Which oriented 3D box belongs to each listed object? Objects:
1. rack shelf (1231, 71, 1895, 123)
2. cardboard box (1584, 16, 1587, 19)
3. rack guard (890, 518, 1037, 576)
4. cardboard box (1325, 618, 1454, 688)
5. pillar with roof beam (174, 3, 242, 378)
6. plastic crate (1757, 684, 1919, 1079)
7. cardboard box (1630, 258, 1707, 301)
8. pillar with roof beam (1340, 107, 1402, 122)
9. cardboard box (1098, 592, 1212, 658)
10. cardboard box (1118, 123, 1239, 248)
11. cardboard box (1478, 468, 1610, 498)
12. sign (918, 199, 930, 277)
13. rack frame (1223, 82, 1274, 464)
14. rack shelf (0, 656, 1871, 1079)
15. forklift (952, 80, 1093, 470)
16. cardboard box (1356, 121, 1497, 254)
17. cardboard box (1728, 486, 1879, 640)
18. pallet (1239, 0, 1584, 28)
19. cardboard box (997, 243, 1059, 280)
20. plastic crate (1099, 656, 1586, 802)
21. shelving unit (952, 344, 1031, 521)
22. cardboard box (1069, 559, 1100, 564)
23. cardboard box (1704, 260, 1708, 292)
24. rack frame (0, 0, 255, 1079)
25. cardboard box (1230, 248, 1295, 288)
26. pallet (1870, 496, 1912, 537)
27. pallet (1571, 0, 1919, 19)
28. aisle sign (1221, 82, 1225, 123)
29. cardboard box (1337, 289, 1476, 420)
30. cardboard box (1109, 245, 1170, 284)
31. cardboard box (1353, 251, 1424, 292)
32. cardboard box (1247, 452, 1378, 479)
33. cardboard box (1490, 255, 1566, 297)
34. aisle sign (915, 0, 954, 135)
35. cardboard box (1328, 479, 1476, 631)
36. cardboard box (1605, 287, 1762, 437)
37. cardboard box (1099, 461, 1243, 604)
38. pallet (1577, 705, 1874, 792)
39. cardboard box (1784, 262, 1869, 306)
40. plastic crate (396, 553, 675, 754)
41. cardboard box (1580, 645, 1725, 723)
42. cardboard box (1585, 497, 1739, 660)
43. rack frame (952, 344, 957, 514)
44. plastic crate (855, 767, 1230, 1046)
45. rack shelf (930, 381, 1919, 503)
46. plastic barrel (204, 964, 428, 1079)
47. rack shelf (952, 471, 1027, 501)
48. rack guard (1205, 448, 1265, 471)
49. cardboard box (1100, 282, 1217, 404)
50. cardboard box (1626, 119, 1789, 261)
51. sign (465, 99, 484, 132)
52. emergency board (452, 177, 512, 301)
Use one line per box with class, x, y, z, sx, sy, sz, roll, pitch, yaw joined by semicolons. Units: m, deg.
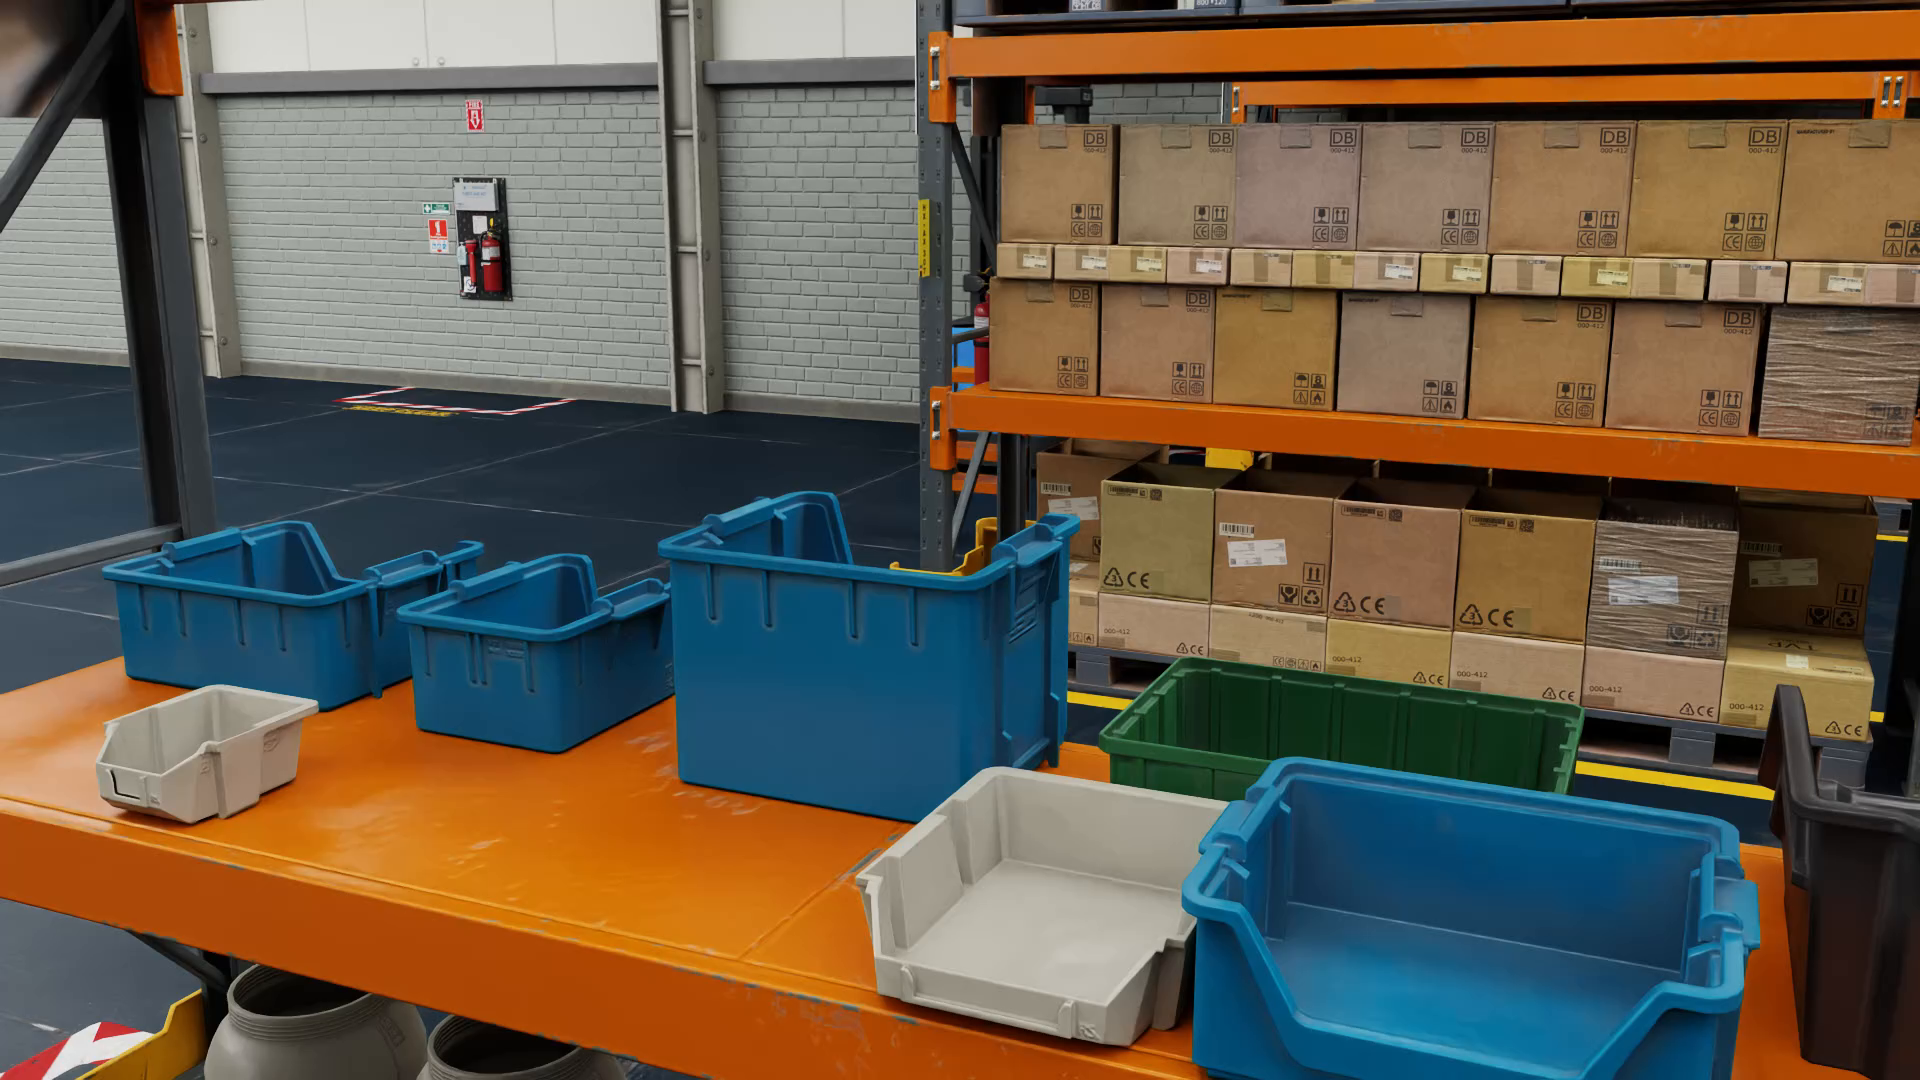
rack shelf;3.907;-2.914;11.116;4.000;0.370;1.077;6;14;23
cardboard box;4.195;-3.225;10.606;0.500;0.500;0.500;5;14;21
rack guard;0.054;0.261;8.049;0.348;0.500;1.175;6;14;23
cardboard box;1.847;0.415;7.018;0.500;0.250;0.500;6;14;23
pillar with roof beam;-9.646;-5.237;12.874;0.400;9.000;9.100;6;14;23
plastic crate;1.296;0.406;2.096;0.504;0.338;0.767;6;14;23
cardboard box;2.691;-1.000;6.311;0.250;0.149;0.380;6;14;23
pillar with roof beam;1.325;-4.126;8.142;0.400;9.000;9.100;6;14;23
cardboard box;0.934;0.322;7.417;0.500;0.250;0.500;6;14;23
cardboard box;1.029;-1.536;7.176;0.500;0.500;0.700;5;14;22
cardboard box;2.521;-0.016;7.213;0.500;0.500;0.500;6;14;23
sign;-0.155;-1.299;7.155;0.005;0.325;0.100;6;14;23
rack frame;2.079;-1.989;12.165;0.127;3.000;1.000;6;14;23
rack shelf;-0.106;0.616;2.640;4.000;0.370;1.077;6;14;23
forklift;0.715;-2.226;13.327;1.130;2.935;3.031;5;14;20
cardboard box;1.948;-1.443;6.780;0.500;0.500;0.700;6;14;23
cardboard box;3.436;0.077;6.819;0.500;0.500;0.500;6;14;23
pallet;1.831;-2.188;6.640;1.213;0.211;1.003;6;14;23
cardboard box;0.347;-1.237;7.322;0.250;0.149;0.380;6;14;23
plastic crate;0.596;0.369;2.580;0.662;0.188;0.450;6;14;23
shelving unit;0.151;-0.569;10.053;0.503;1.200;0.258;6;14;23
cardboard box;0.686;0.168;8.072;0.500;0.250;0.500;6;14;23
cardboard box;2.859;-1.084;6.671;0.250;0.149;0.380;6;14;23
rack frame;-1.936;0.081;3.344;0.053;2.616;0.949;6;14;23
cardboard box;1.292;-1.142;6.917;0.250;0.149;0.380;5;14;21
pallet;6.448;-0.190;10.601;1.213;0.211;1.003;6;14;23
pallet;2.942;-2.075;6.158;1.213;0.211;1.003;6;14;23
aisle sign;1.891;-3.199;11.629;0.004;0.787;0.394;6;14;23
cardboard box;1.914;-0.814;6.939;0.500;0.500;0.700;6;15;25
cardboard box;0.817;-1.190;7.121;0.250;0.149;0.380;6;14;23
cardboard box;1.752;-1.095;6.715;0.250;0.149;0.380;6;14;24
cardboard box;1.607;-0.108;7.607;0.500;0.500;0.500;6;14;23
cardboard box;2.237;-1.047;6.510;0.250;0.149;0.380;6;15;25
aisle sign;-0.109;-2.162;7.210;0.004;0.787;0.394;6;14;23
cardboard box;1.846;0.051;6.931;0.500;0.500;0.500;6;14;23
cardboard box;2.840;-0.720;6.537;0.500;0.500;0.700;6;14;23
cardboard box;0.934;-0.043;7.330;0.500;0.500;0.500;6;14;23
pallet;3.023;0.691;6.846;1.213;0.211;1.003;6;14;23
cardboard box;3.172;-0.952;6.107;0.250;0.149;0.380;5;14;22
plastic crate;-0.764;0.198;3.171;0.408;0.251;0.499;6;14;23
cardboard box;2.767;0.505;6.637;0.500;0.250;0.500;6;14;23
cardboard box;2.768;0.139;6.553;0.500;0.500;0.500;6;14;23
rack frame;-0.072;-0.591;10.149;0.015;1.200;0.240;6;14;23
plastic crate;0.136;0.481;2.214;0.437;0.136;0.530;6;14;23
rack shelf;1.904;-0.419;7.048;4.000;0.370;1.077;6;14;23
plastic barrel;-1.302;1.132;3.391;0.421;0.512;0.421;0;13;0
rack shelf;0.151;-0.310;10.113;0.480;0.148;0.258;6;14;23
rack guard;2.148;-0.765;12.421;0.348;0.500;1.175;6;14;23
cardboard box;0.979;-0.909;7.344;0.500;0.500;0.700;6;15;25
cardboard box;2.862;-1.350;6.385;0.500;0.500;0.700;6;14;23
sign;-4.628;-4.047;15.860;0.199;0.298;0.001;6;14;23
emergency board;-4.661;-2.897;16.033;0.643;1.169;0.194;6;14;23
